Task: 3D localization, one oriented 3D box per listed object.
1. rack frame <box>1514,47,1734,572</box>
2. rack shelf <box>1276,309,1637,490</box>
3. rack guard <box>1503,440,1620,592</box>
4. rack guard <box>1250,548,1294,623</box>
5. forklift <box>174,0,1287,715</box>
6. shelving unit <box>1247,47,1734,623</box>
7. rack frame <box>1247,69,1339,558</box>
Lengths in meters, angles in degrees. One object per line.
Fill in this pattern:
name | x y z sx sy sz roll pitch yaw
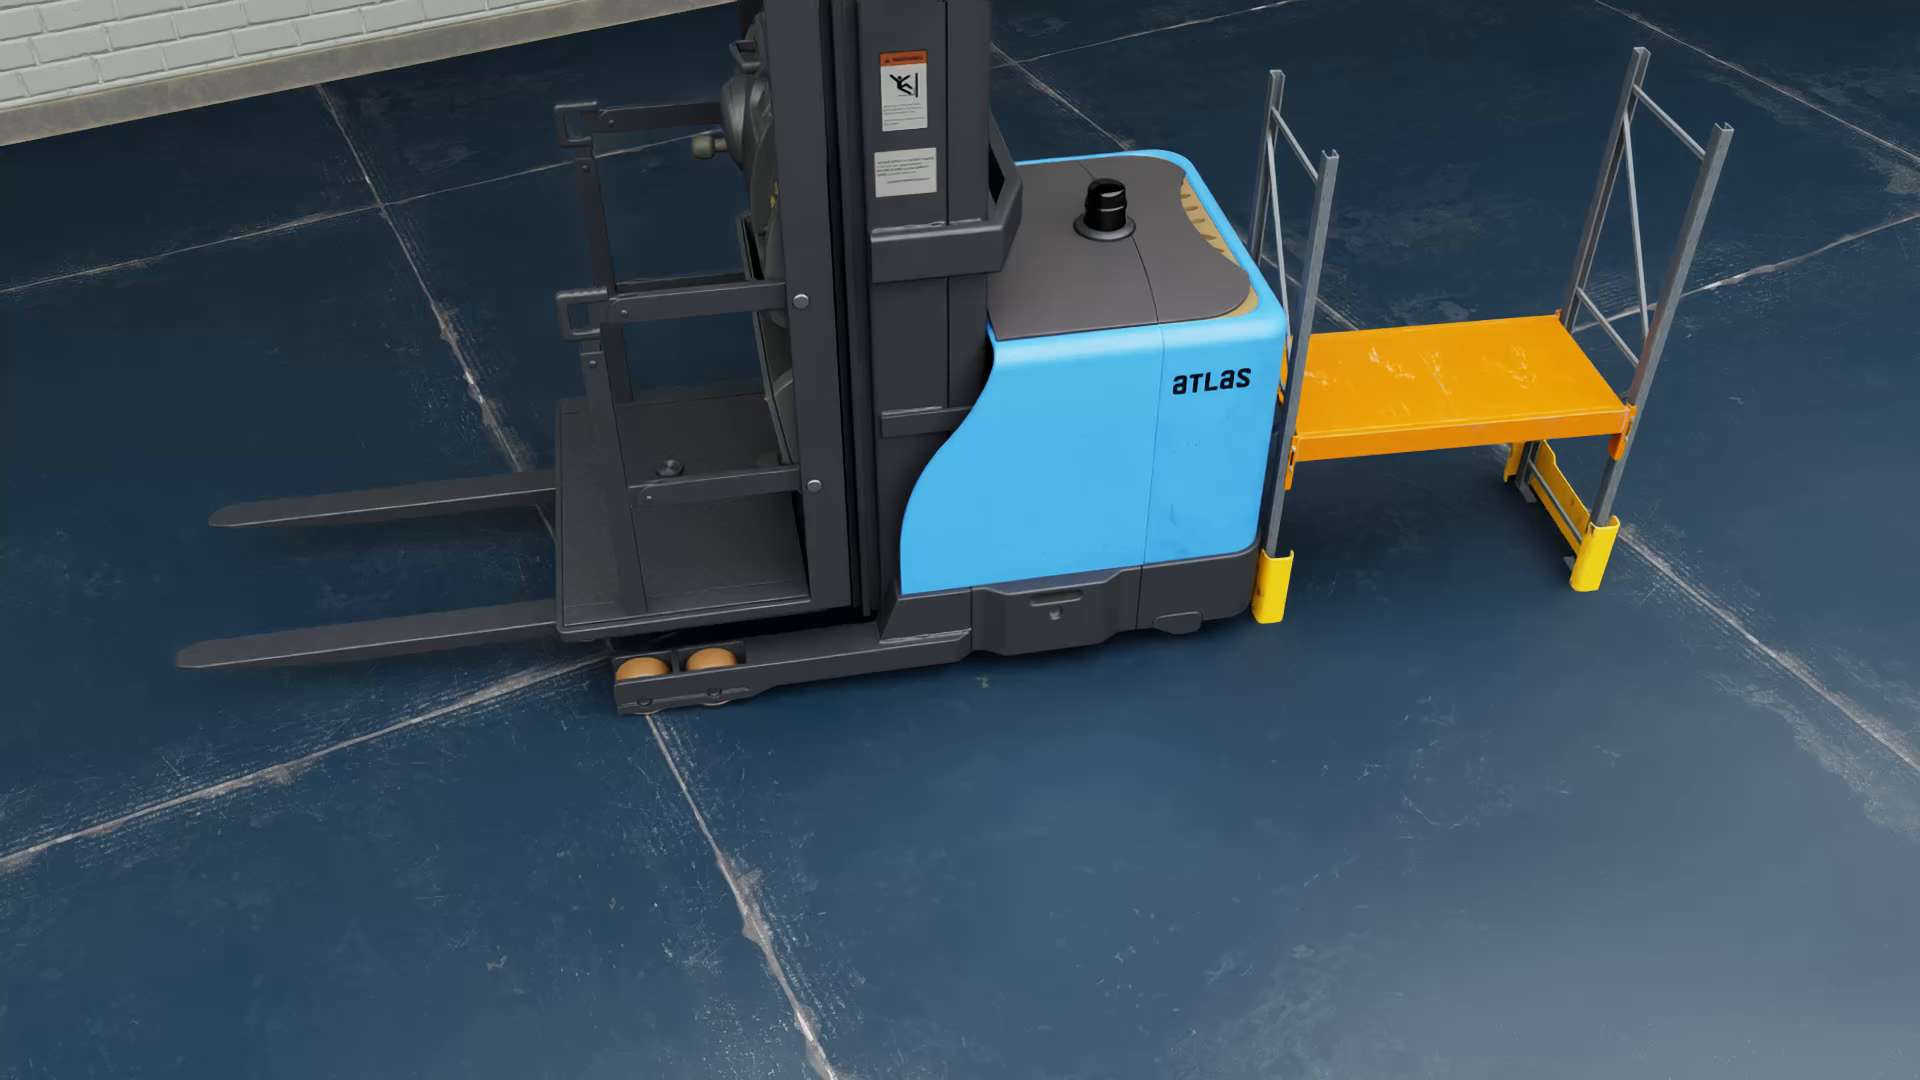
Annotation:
rack frame | 1.874 -0.604 4.803 0.032 1.500 0.500 -5 41 -6
rack shelf | 1.371 -0.421 4.865 1.000 0.185 0.538 -5 41 -6
rack guard | 1.873 -0.127 5.207 0.087 0.250 0.587 -5 41 -6
rack guard | 0.887 -0.036 5.099 0.087 0.250 0.587 -5 41 -6
forklift | -0.702 -0.999 4.162 3.031 2.935 1.130 -7 41 -8
shelving unit | 1.380 -0.559 4.749 1.083 1.500 0.587 -5 41 -6
rack frame | 0.868 -0.512 4.694 0.032 1.500 0.500 -5 41 -6
